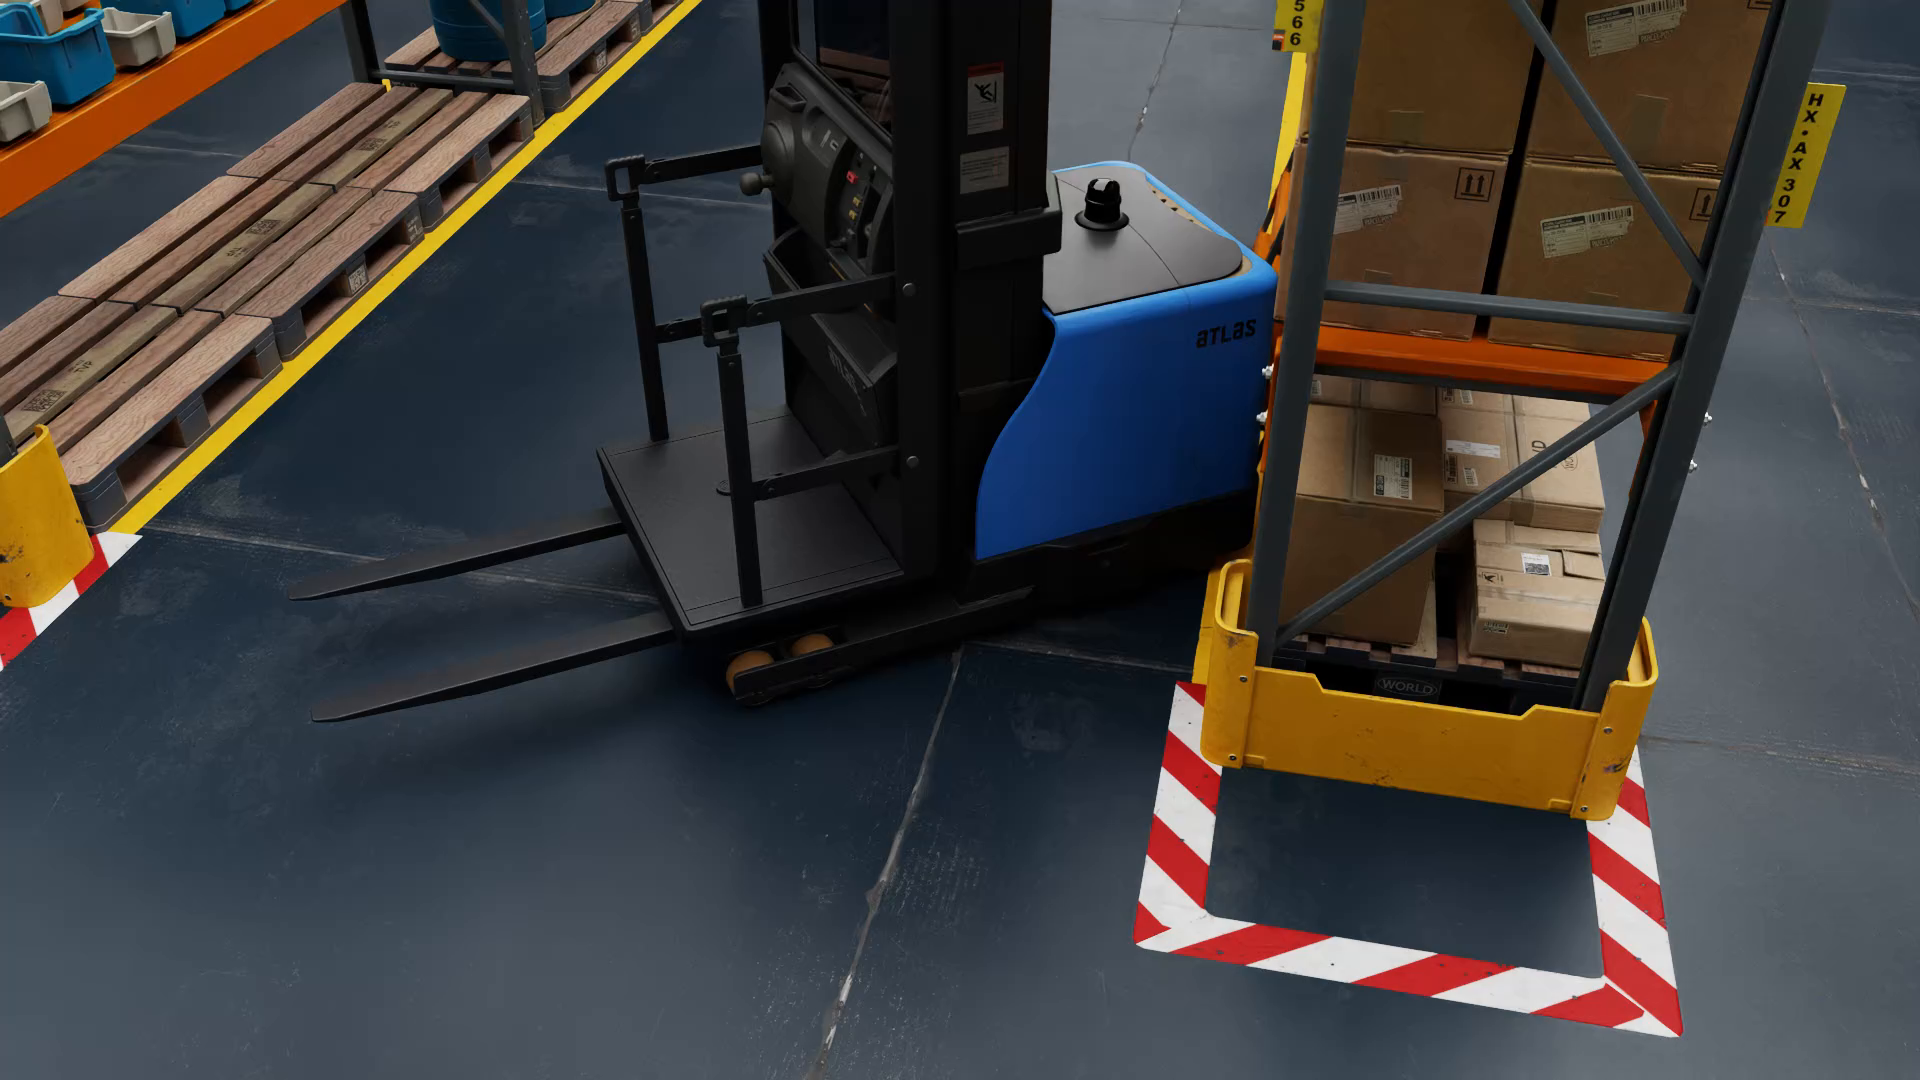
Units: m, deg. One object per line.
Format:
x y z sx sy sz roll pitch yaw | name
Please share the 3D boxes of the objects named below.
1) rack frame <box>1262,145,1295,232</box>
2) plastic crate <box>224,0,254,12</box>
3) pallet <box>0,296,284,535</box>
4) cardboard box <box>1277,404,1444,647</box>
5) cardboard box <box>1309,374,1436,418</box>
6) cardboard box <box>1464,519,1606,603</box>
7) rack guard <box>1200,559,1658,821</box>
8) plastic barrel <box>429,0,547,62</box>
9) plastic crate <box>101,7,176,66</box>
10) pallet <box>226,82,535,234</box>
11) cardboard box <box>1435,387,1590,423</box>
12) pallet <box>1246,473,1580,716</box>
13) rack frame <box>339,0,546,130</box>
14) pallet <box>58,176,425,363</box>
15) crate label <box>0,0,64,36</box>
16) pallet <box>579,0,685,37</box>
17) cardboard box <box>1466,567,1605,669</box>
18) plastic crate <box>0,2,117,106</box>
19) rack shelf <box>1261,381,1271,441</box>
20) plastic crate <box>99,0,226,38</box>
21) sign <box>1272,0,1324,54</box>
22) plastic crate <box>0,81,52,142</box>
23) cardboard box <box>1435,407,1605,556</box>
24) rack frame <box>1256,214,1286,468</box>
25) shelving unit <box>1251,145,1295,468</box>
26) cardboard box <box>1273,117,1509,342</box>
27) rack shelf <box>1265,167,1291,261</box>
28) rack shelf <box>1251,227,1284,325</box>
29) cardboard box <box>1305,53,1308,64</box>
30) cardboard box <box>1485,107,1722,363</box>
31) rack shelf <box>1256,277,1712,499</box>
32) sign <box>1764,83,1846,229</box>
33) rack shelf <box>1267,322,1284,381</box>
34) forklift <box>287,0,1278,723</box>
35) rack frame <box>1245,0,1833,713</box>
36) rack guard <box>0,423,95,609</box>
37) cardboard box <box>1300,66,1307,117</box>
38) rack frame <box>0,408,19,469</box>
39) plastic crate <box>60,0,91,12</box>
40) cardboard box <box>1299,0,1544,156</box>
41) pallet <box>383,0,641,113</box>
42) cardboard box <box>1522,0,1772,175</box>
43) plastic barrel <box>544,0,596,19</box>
1.098 -0.873 5.839 0.240 1.200 0.015 18 42 1 | rack frame
-2.832 -2.154 6.257 0.416 0.233 0.300 7 37 10 | plastic crate
-3.338 -0.509 6.272 1.003 0.211 1.213 7 37 10 | pallet
1.162 -0.056 5.026 0.500 0.500 0.500 7 37 10 | cardboard box
1.394 -0.495 5.845 0.500 0.250 0.500 7 37 10 | cardboard box
1.765 0.082 5.120 0.380 0.166 0.250 7 37 10 | cardboard box
1.302 0.422 4.742 1.175 0.500 0.348 7 37 10 | rack guard
-2.565 -3.093 8.892 0.600 0.901 0.708 7 37 10 | plastic barrel
-2.883 -1.750 5.782 0.250 0.136 0.298 7 37 10 | plastic crate
-2.817 -1.908 8.202 1.003 0.211 1.213 7 37 10 | pallet
1.893 -0.461 5.798 0.500 0.250 0.500 7 37 10 | cardboard box
1.472 0.082 5.458 1.003 0.211 1.213 7 37 10 | pallet
-2.698 -3.463 7.972 1.000 3.000 0.127 7 37 10 | rack frame
-3.075 -1.206 7.234 1.003 0.211 1.213 7 37 10 | pallet
-3.443 -1.905 5.996 0.396 0.136 0.243 7 37 10 | crate label
-2.234 -3.473 10.362 1.003 0.211 1.213 7 37 10 | pallet
1.711 0.232 4.928 0.380 0.149 0.250 7 37 10 | cardboard box
-3.037 -1.604 5.499 0.416 0.233 0.300 7 37 10 | plastic crate
0.988 -0.529 5.836 0.258 0.148 0.480 18 42 1 | rack shelf
-2.896 -1.982 6.020 0.416 0.233 0.300 7 37 10 | plastic crate
0.748 -1.225 3.628 0.100 0.325 0.005 7 37 10 | sign
-3.028 -1.361 5.246 0.250 0.136 0.298 7 37 10 | plastic crate
1.786 -0.175 5.403 0.500 0.250 0.500 7 37 10 | cardboard box
0.992 -0.563 5.477 0.240 1.200 0.015 18 42 1 | rack frame
1.045 -0.718 5.658 0.258 1.200 0.503 18 42 1 | shelving unit
1.116 -0.878 4.321 0.500 0.500 0.500 8 37 11 | cardboard box
1.130 -0.997 5.395 0.258 0.148 0.480 18 42 1 | rack shelf
1.079 -0.829 5.553 0.258 0.148 0.480 18 42 1 | rack shelf
1.220 -1.572 4.425 0.500 0.500 0.500 8 37 11 | cardboard box
1.639 -0.809 4.225 0.500 0.500 0.500 8 37 11 | cardboard box
1.713 -1.402 5.742 1.077 0.370 4.000 7 37 10 | rack shelf
1.816 -0.829 3.601 0.100 0.325 0.005 7 37 10 | sign
1.031 -0.670 5.703 0.258 0.148 0.480 18 42 1 | rack shelf
-0.570 -1.038 4.684 3.031 2.935 1.130 -15 38 -19 | forklift
1.286 -0.547 3.949 1.000 3.000 0.127 7 37 10 | rack frame
-3.545 -0.142 5.520 1.175 0.500 0.348 7 37 10 | rack guard
1.223 -1.176 4.732 0.500 0.500 0.500 8 37 10 | cardboard box
-3.552 -1.170 4.808 1.000 3.000 0.127 7 37 10 | rack frame
-3.398 -2.077 6.233 0.298 0.136 0.250 7 37 10 | plastic crate
1.113 -1.282 4.025 0.500 0.500 0.500 7 37 10 | cardboard box
-2.492 -2.771 9.394 1.003 0.211 1.213 7 37 10 | pallet
1.639 -1.214 3.931 0.500 0.500 0.500 8 37 11 | cardboard box
-2.414 -3.499 9.452 0.600 0.901 0.708 7 37 10 | plastic barrel
